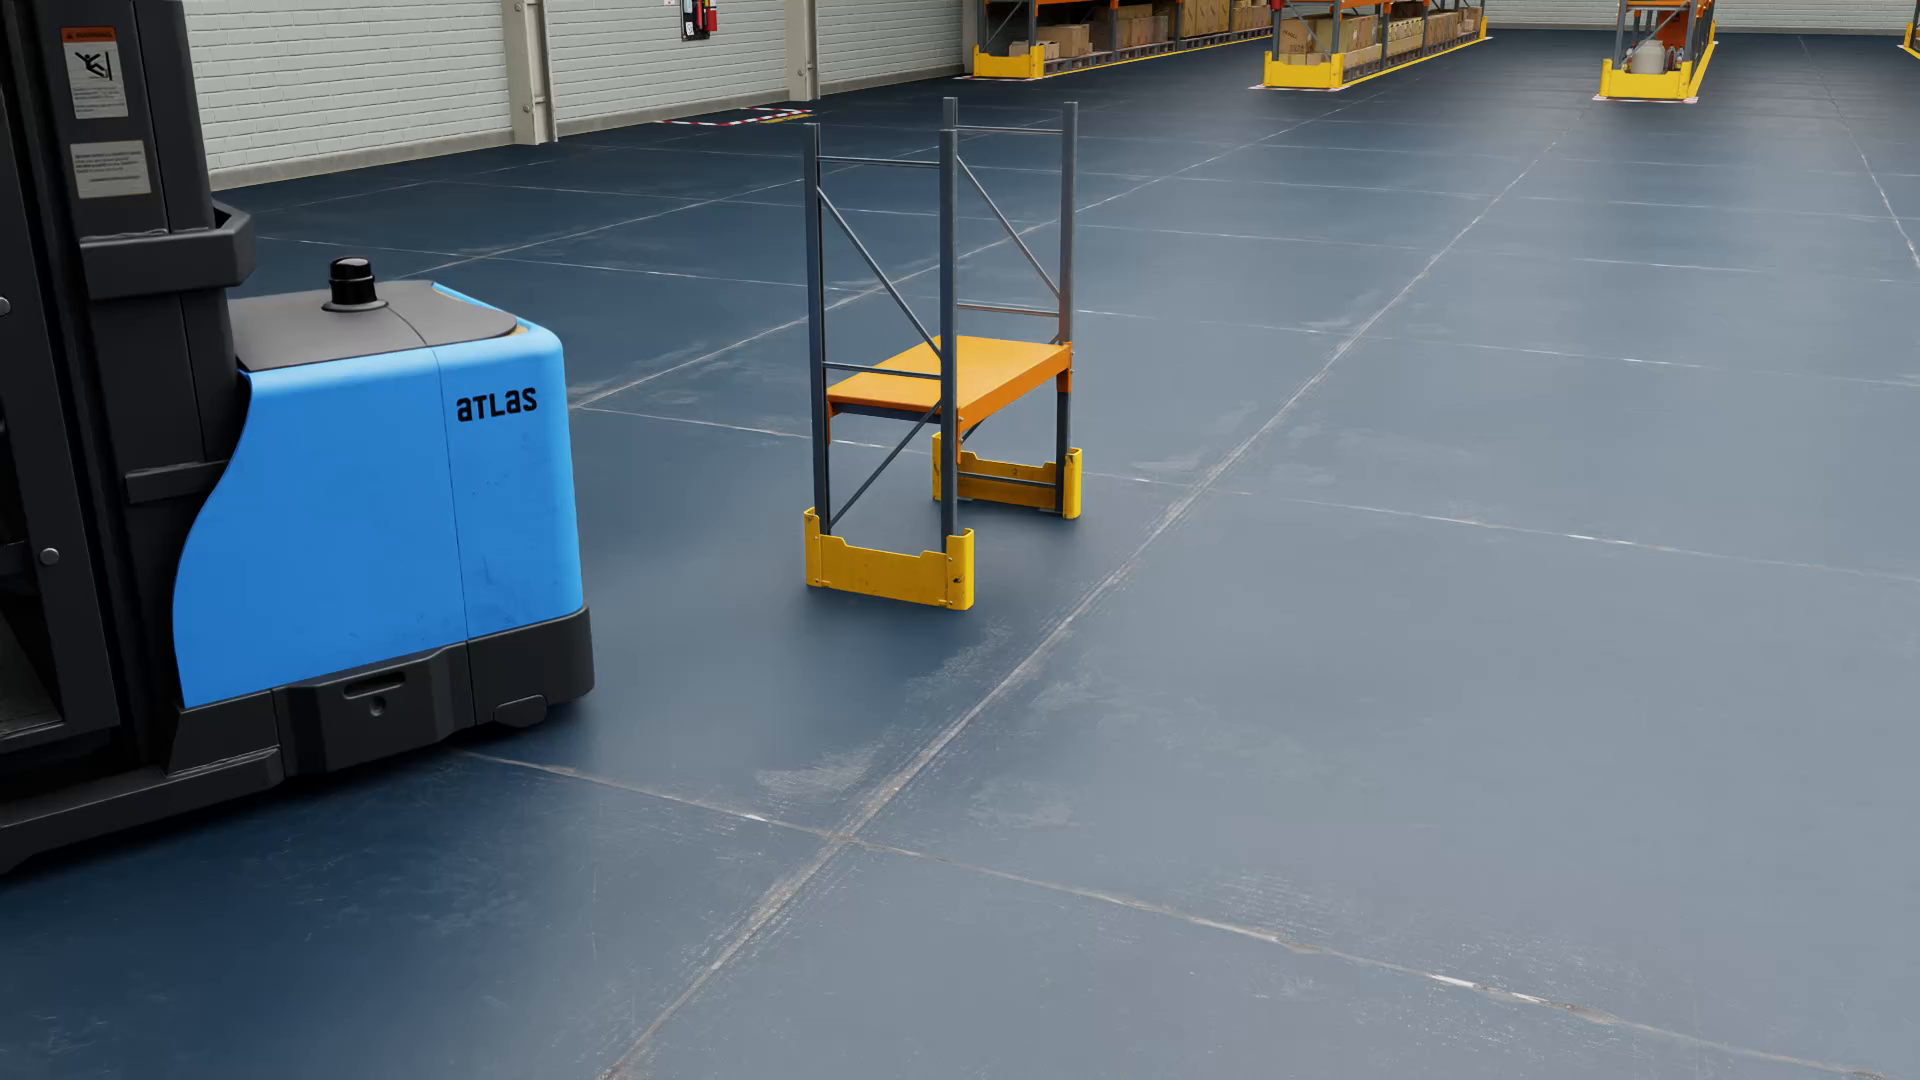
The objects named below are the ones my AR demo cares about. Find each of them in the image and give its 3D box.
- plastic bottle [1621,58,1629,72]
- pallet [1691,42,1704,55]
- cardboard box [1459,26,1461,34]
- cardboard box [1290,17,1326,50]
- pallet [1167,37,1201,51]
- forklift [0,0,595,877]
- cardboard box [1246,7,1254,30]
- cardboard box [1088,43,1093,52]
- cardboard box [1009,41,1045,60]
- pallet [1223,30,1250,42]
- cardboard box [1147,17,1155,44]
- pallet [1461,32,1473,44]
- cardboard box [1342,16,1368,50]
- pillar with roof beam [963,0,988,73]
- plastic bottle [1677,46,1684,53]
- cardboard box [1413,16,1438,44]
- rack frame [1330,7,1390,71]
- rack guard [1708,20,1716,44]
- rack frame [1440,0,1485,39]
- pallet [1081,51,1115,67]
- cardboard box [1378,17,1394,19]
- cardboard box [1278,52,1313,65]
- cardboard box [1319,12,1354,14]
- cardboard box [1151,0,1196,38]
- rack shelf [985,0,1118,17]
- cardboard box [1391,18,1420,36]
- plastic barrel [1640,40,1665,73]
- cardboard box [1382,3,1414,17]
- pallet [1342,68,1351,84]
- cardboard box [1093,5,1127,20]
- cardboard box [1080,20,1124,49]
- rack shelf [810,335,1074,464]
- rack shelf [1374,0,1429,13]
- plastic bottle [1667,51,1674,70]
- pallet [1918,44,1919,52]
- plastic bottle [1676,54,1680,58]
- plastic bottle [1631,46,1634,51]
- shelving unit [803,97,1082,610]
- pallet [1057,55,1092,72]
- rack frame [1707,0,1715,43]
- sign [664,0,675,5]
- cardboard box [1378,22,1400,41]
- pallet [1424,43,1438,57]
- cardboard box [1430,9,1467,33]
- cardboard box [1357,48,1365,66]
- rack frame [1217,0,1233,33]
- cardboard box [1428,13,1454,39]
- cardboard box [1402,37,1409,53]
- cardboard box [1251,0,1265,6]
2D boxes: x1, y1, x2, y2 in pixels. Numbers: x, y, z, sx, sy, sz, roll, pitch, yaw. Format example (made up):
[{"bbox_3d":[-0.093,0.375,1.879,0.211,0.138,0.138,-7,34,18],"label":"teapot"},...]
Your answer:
[{"bbox_3d":[10.158,-7.254,25.408,0.097,0.201,0.097,0,20,0],"label":"plastic bottle"},{"bbox_3d":[14.365,-9.867,33.400,1.003,0.211,1.213,9,21,23],"label":"pallet"},{"bbox_3d":[10.916,-11.329,36.920,0.380,0.166,0.250,9,21,23],"label":"cardboard box"},{"bbox_3d":[5.632,-8.192,26.885,0.500,0.500,0.500,9,21,23],"label":"cardboard box"},{"bbox_3d":[4.435,-10.465,35.080,1.003,0.211,1.213,9,21,23],"label":"pallet"},{"bbox_3d":[-2.496,-0.734,3.659,3.031,2.935,1.130,-14,24,-35],"label":"forklift"},{"bbox_3d":[6.502,-12.315,39.225,0.700,0.500,0.500,9,22,24],"label":"cardboard box"},{"bbox_3d":[2.213,-9.030,30.455,0.380,0.166,0.250,6,20,16],"label":"cardboard box"},{"bbox_3d":[1.133,-8.242,28.024,0.500,0.311,0.500,6,20,17],"label":"cardboard box"},{"bbox_3d":[6.064,-11.679,38.493,1.003,0.211,1.213,9,21,23],"label":"pallet"},{"bbox_3d":[3.479,-10.209,33.272,0.700,0.500,0.500,9,21,23],"label":"cardboard box"},{"bbox_3d":[10.982,-11.362,37.604,1.003,0.211,1.213,9,21,23],"label":"pallet"},{"bbox_3d":[6.327,-8.271,27.107,0.500,0.500,0.500,9,21,23],"label":"cardboard box"},{"bbox_3d":[4.192,-11.671,25.356,9.100,9.000,0.400,9,21,23],"label":"pillar with roof beam"},{"bbox_3d":[11.232,-7.531,25.966,0.144,0.351,0.185,8,21,22],"label":"plastic bottle"},{"bbox_3d":[9.220,-10.160,33.134,0.500,0.500,0.500,8,21,21],"label":"cardboard box"},{"bbox_3d":[6.926,-9.647,28.617,1.000,3.000,0.127,9,21,23],"label":"rack frame"},{"bbox_3d":[16.355,-11.466,37.463,1.175,0.500,0.348,9,21,23],"label":"rack guard"},{"bbox_3d":[11.840,-13.315,38.932,1.000,3.000,0.127,9,21,23],"label":"rack frame"},{"bbox_3d":[2.162,-8.801,30.402,1.003,0.211,1.213,9,21,23],"label":"pallet"},{"bbox_3d":[8.082,-9.916,32.015,0.500,0.311,0.500,9,22,25],"label":"cardboard box"},{"bbox_3d":[5.238,-7.531,26.145,0.500,0.250,0.500,9,21,23],"label":"cardboard box"},{"bbox_3d":[6.450,-8.804,28.604,0.500,0.500,0.500,9,21,23],"label":"cardboard box"},{"bbox_3d":[4.464,-10.940,34.835,0.750,0.750,0.750,8,21,22],"label":"cardboard box"},{"bbox_3d":[1.586,-9.375,28.927,1.077,0.370,4.000,9,21,23],"label":"rack shelf"},{"bbox_3d":[8.367,-9.682,31.358,0.500,0.311,0.500,8,21,22],"label":"cardboard box"},{"bbox_3d":[10.211,-7.134,24.637,0.421,0.512,0.421,0,20,0],"label":"plastic barrel"},{"bbox_3d":[8.752,-10.588,33.220,0.500,0.250,0.500,9,22,25],"label":"cardboard box"},{"bbox_3d":[5.563,-7.350,26.320,1.003,0.211,1.213,9,21,23],"label":"pallet"},{"bbox_3d":[2.869,-10.071,31.764,0.500,0.250,0.500,8,21,22],"label":"cardboard box"},{"bbox_3d":[2.691,-9.582,31.510,0.700,0.500,0.500,9,22,25],"label":"cardboard box"},{"bbox_3d":[-0.035,-0.511,5.704,0.538,0.185,1.000,9,21,23],"label":"rack shelf"},{"bbox_3d":[7.745,-9.919,30.457,1.077,0.370,4.000,9,21,23],"label":"rack shelf"},{"bbox_3d":[11.064,-7.465,25.880,0.061,0.283,0.133,9,21,23],"label":"plastic bottle"},{"bbox_3d":[20.119,-10.014,33.812,1.003,0.211,1.213,9,21,23],"label":"pallet"},{"bbox_3d":[10.973,-7.281,25.381,0.097,0.271,0.097,0,20,0],"label":"plastic bottle"},{"bbox_3d":[10.483,-7.548,26.012,0.144,0.351,0.185,8,21,22],"label":"plastic bottle"},{"bbox_3d":[-0.031,-0.683,5.652,0.587,1.500,1.083,9,21,23],"label":"shelving unit"},{"bbox_3d":[1.664,-8.427,29.349,1.003,0.211,1.213,9,21,23],"label":"pallet"},{"bbox_3d":[16.357,-12.634,37.018,1.000,3.000,0.127,9,21,23],"label":"rack frame"},{"bbox_3d":[-3.560,-6.713,20.314,0.001,0.329,0.234,9,21,23],"label":"sign"},{"bbox_3d":[7.532,-9.058,29.601,0.500,0.311,0.500,8,21,22],"label":"cardboard box"},{"bbox_3d":[8.904,-9.779,33.150,1.003,0.211,1.213,9,21,23],"label":"pallet"},{"bbox_3d":[10.967,-11.698,37.456,0.797,0.503,0.637,9,21,23],"label":"cardboard box"},{"bbox_3d":[6.326,-7.918,27.233,0.500,0.250,0.500,9,21,23],"label":"cardboard box"},{"bbox_3d":[5.681,-12.771,37.402,1.000,3.000,0.127,9,21,23],"label":"rack frame"},{"bbox_3d":[10.051,-10.782,34.883,0.500,0.500,0.500,9,21,23],"label":"cardboard box"},{"bbox_3d":[7.947,-9.109,30.581,0.500,0.250,0.500,9,21,24],"label":"cardboard box"},{"bbox_3d":[7.133,-12.949,40.039,0.380,0.149,0.250,9,22,24],"label":"cardboard box"}]
